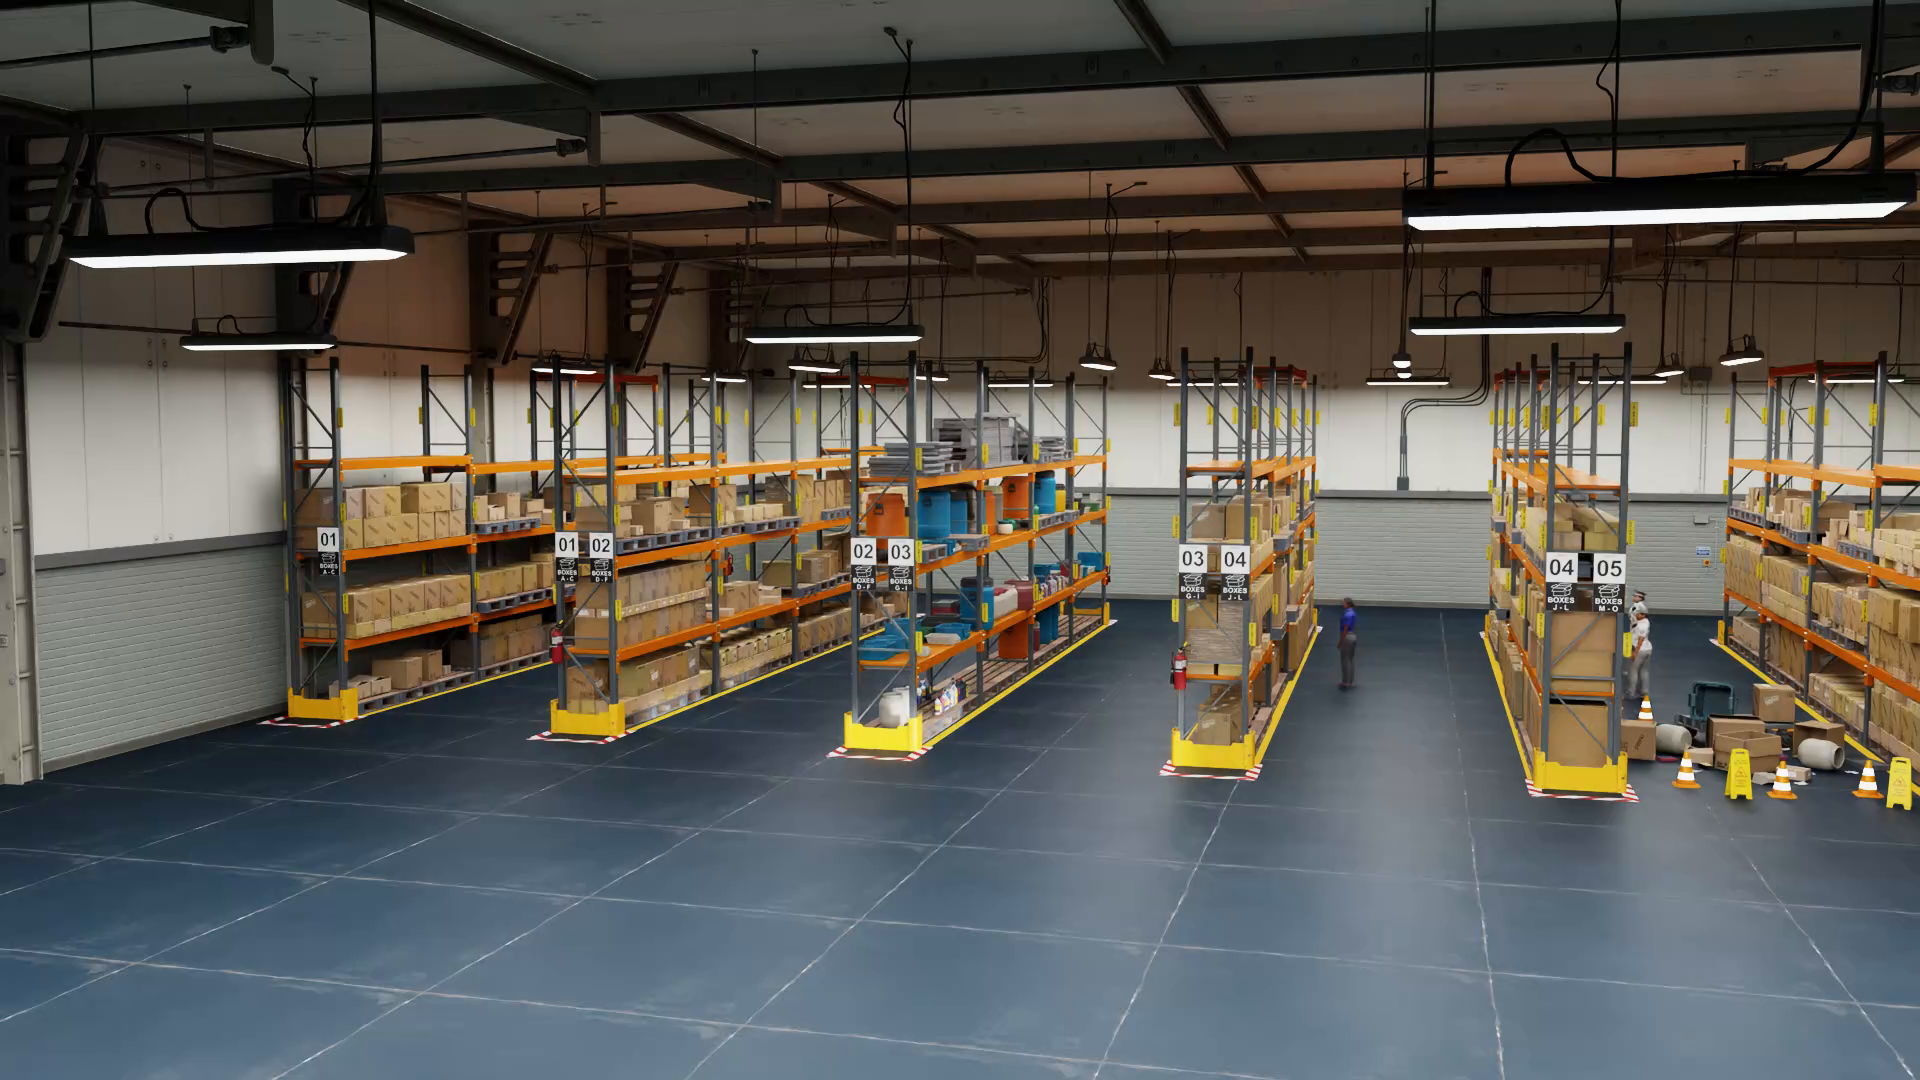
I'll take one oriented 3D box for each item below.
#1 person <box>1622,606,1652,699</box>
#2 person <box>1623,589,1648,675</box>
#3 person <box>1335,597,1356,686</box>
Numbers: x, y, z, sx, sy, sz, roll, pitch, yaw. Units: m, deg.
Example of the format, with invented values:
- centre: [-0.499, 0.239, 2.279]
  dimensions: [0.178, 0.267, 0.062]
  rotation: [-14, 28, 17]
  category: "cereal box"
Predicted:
- centre: [12.067, 2.012, 29.635]
  dimensions: [0.452, 1.667, 0.587]
  rotation: [4, 6, 44]
  category: "person"
- centre: [13.176, 1.796, 32.347]
  dimensions: [0.433, 1.683, 0.505]
  rotation: [3, 5, 34]
  category: "person"
- centre: [7.197, 1.892, 30.997]
  dimensions: [0.361, 1.669, 0.457]
  rotation: [2, 5, 26]
  category: "person"
